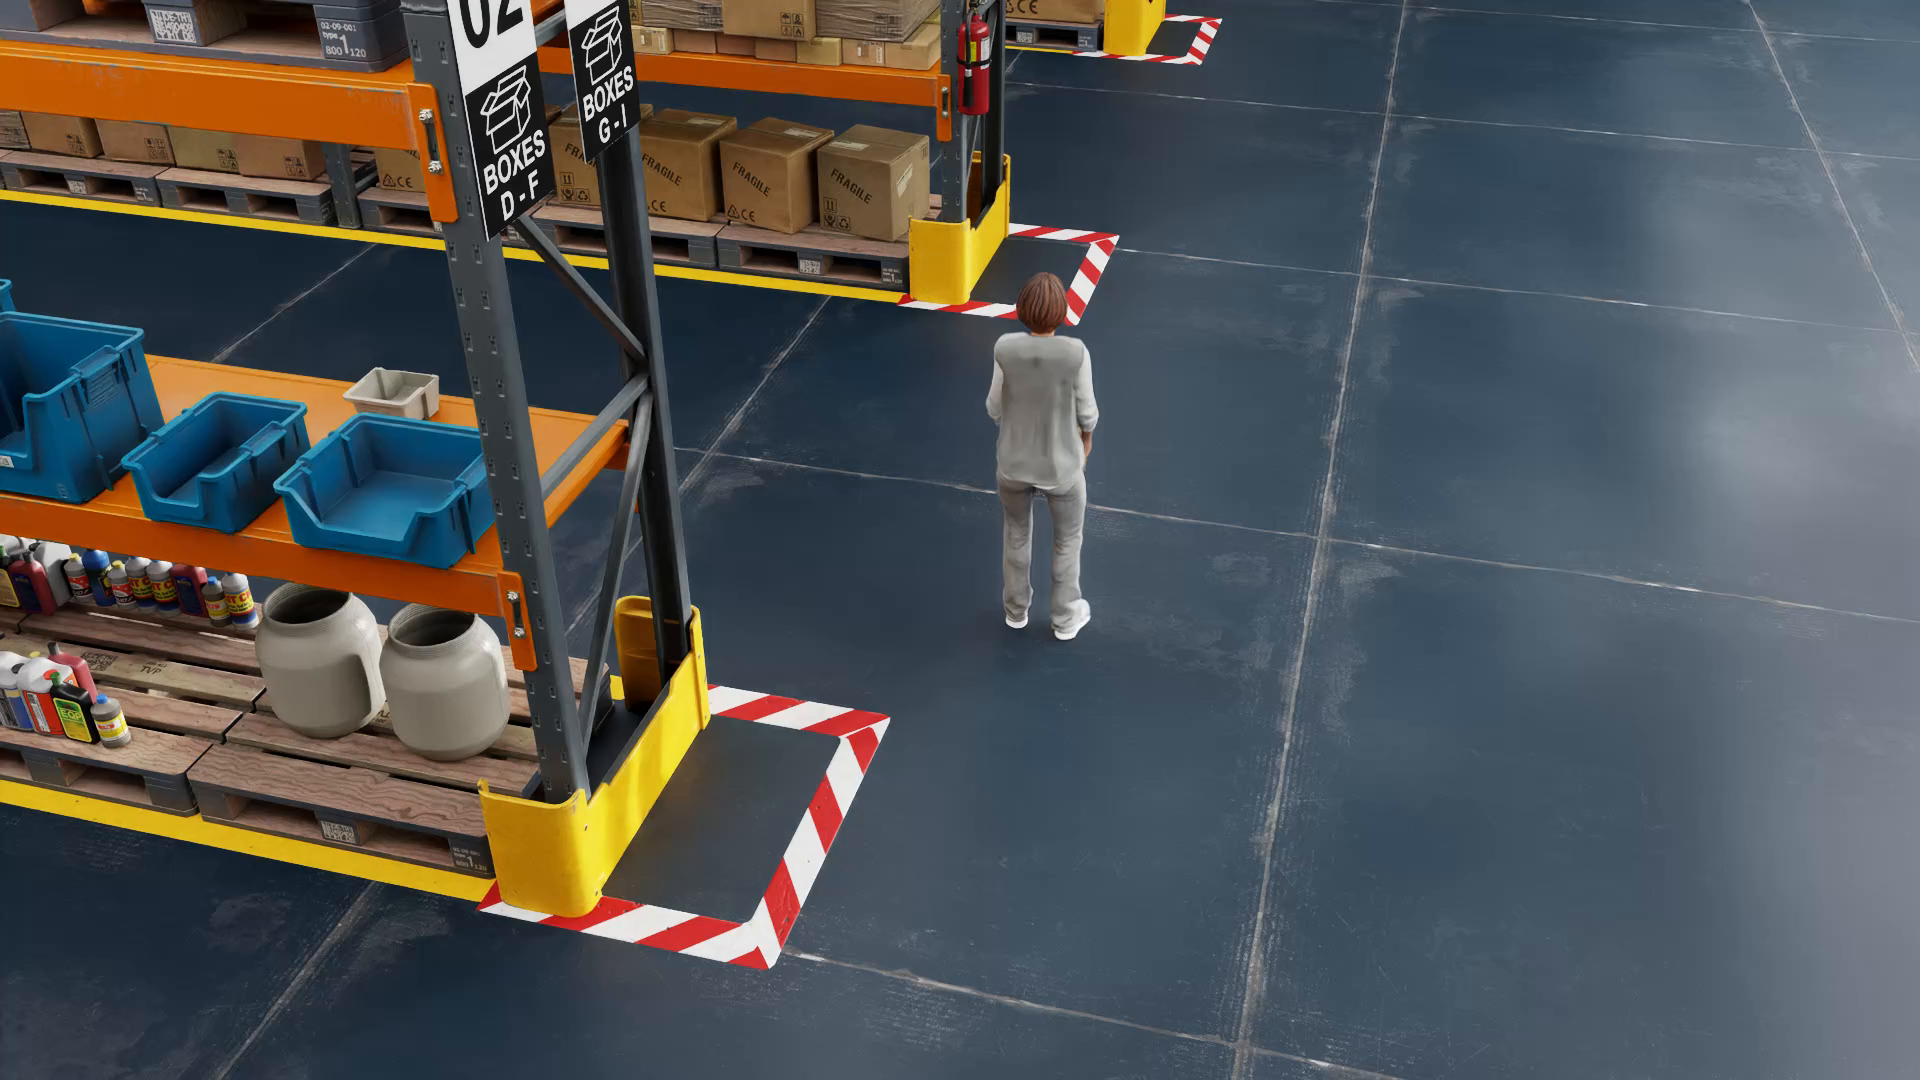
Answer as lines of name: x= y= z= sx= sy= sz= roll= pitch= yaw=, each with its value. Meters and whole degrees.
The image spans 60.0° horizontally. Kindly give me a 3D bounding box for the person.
person: x=0.325 y=-0.319 z=6.628 sx=0.445 sy=1.602 sz=0.371 roll=8 pitch=34 yaw=11
